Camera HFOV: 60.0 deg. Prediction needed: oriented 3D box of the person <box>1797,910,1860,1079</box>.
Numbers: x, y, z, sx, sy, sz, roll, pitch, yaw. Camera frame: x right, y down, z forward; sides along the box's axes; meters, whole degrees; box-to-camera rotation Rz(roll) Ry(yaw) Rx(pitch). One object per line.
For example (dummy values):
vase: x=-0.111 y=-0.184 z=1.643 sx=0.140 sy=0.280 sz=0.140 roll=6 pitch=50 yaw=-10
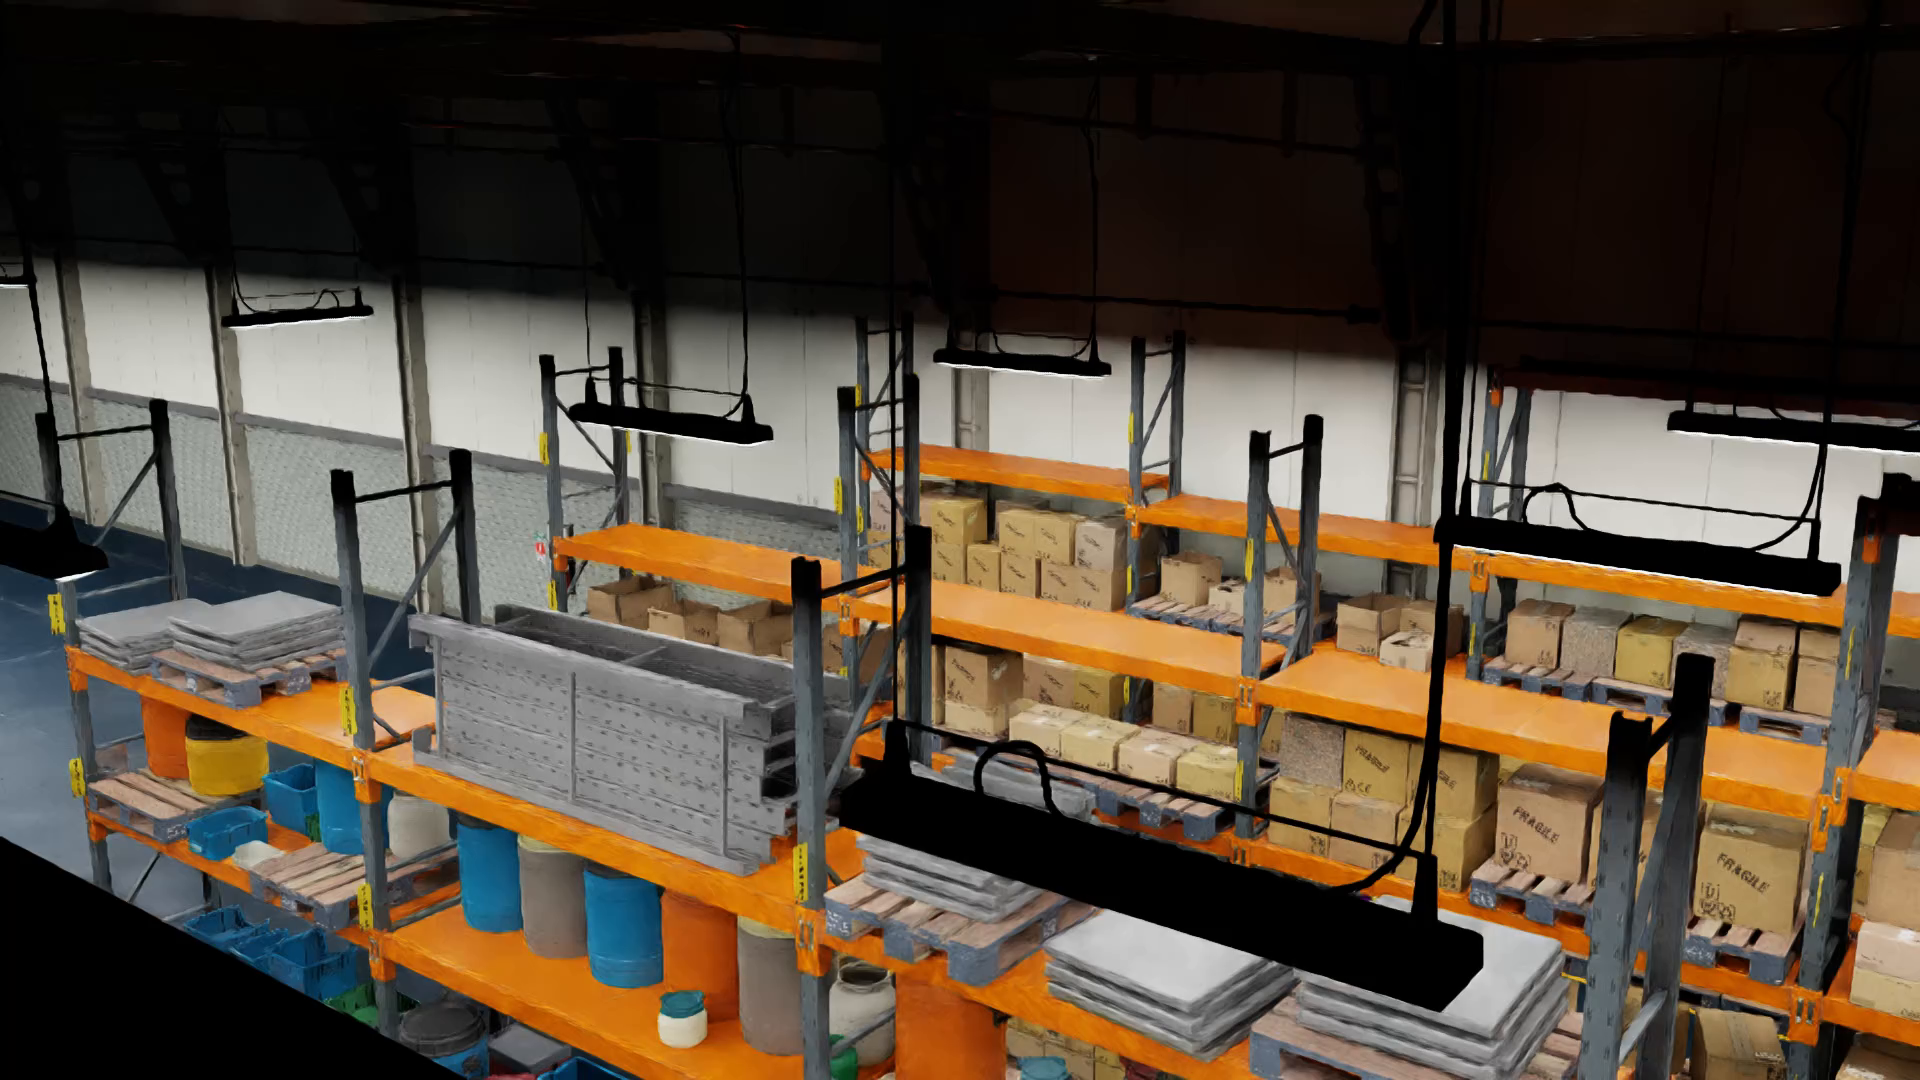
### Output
person: x=7.451 y=3.948 z=14.207 sx=0.664 sy=1.782 sz=0.447 roll=5 pitch=14 yaw=22

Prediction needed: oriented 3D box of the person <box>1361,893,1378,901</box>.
person: x=3.907 y=3.756 z=15.091 sx=0.613 sy=1.768 sz=0.453 roll=2 pitch=13 yaw=7
